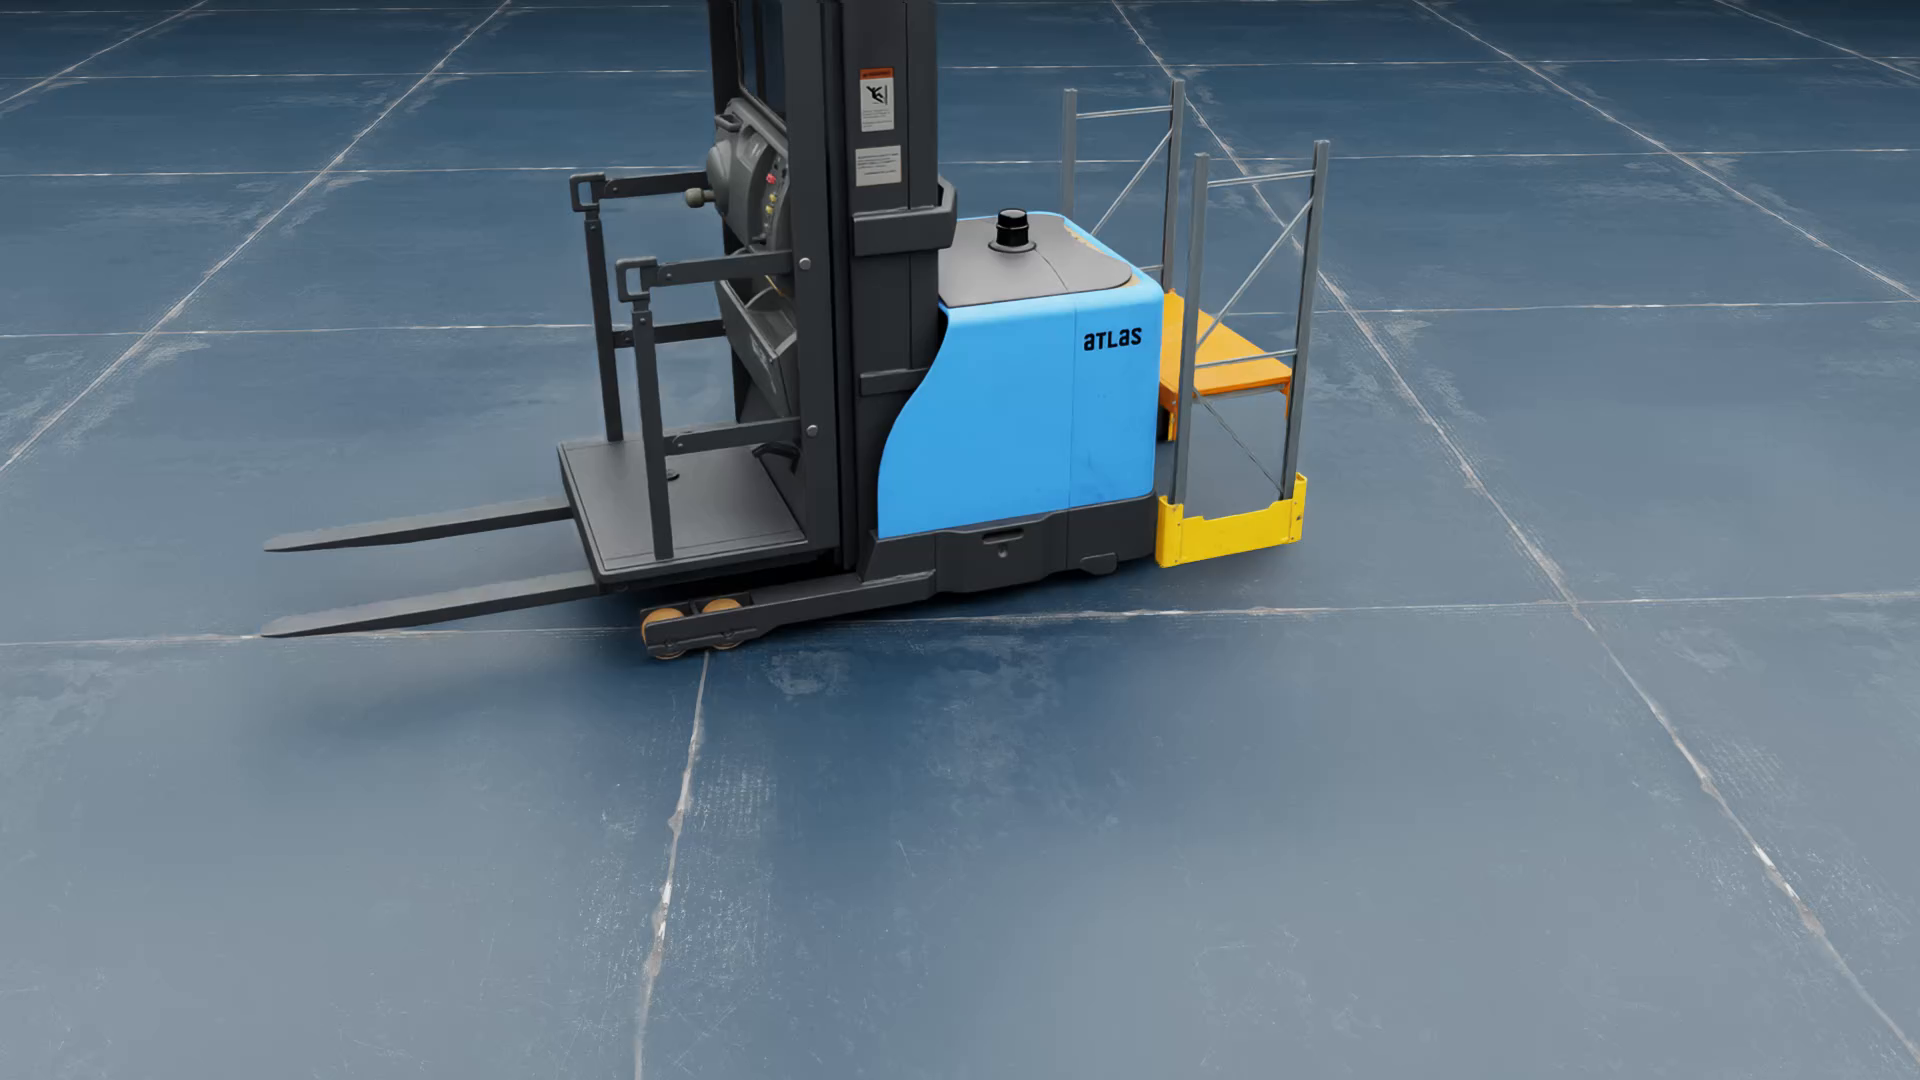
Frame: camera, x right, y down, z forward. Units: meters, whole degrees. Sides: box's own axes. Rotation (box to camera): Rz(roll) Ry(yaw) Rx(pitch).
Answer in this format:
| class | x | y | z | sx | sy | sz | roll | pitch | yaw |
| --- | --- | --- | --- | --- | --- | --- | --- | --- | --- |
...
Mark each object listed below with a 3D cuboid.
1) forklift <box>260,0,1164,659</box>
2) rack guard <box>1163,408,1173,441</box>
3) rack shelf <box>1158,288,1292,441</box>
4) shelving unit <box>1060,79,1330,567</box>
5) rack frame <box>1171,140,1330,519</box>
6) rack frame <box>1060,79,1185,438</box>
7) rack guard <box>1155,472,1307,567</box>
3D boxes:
| class | x | y | z | sx | sy | sz | roll | pitch | yaw |
| --- | --- | --- | --- | --- | --- | --- | --- | --- | --- |
| forklift | -0.869 | -1.181 | 5.344 | 3.031 | 2.935 | 1.130 | -9 | 29 | -17 |
| rack guard | 0.635 | -0.506 | 6.949 | 0.587 | 0.250 | 0.087 | -10 | 29 | -19 |
| rack shelf | 0.814 | -0.690 | 6.340 | 0.538 | 0.185 | 1.000 | -10 | 29 | -19 |
| shelving unit | 0.817 | -0.845 | 6.249 | 0.587 | 1.500 | 1.083 | -10 | 29 | -19 |
| rack frame | 1.000 | -0.631 | 5.837 | 0.500 | 1.500 | 0.032 | -10 | 29 | -19 |
| rack frame | 0.628 | -1.068 | 6.676 | 0.500 | 1.500 | 0.032 | -10 | 29 | -19 |
| rack guard | 1.000 | -0.077 | 6.127 | 0.587 | 0.250 | 0.087 | -10 | 29 | -19 |
